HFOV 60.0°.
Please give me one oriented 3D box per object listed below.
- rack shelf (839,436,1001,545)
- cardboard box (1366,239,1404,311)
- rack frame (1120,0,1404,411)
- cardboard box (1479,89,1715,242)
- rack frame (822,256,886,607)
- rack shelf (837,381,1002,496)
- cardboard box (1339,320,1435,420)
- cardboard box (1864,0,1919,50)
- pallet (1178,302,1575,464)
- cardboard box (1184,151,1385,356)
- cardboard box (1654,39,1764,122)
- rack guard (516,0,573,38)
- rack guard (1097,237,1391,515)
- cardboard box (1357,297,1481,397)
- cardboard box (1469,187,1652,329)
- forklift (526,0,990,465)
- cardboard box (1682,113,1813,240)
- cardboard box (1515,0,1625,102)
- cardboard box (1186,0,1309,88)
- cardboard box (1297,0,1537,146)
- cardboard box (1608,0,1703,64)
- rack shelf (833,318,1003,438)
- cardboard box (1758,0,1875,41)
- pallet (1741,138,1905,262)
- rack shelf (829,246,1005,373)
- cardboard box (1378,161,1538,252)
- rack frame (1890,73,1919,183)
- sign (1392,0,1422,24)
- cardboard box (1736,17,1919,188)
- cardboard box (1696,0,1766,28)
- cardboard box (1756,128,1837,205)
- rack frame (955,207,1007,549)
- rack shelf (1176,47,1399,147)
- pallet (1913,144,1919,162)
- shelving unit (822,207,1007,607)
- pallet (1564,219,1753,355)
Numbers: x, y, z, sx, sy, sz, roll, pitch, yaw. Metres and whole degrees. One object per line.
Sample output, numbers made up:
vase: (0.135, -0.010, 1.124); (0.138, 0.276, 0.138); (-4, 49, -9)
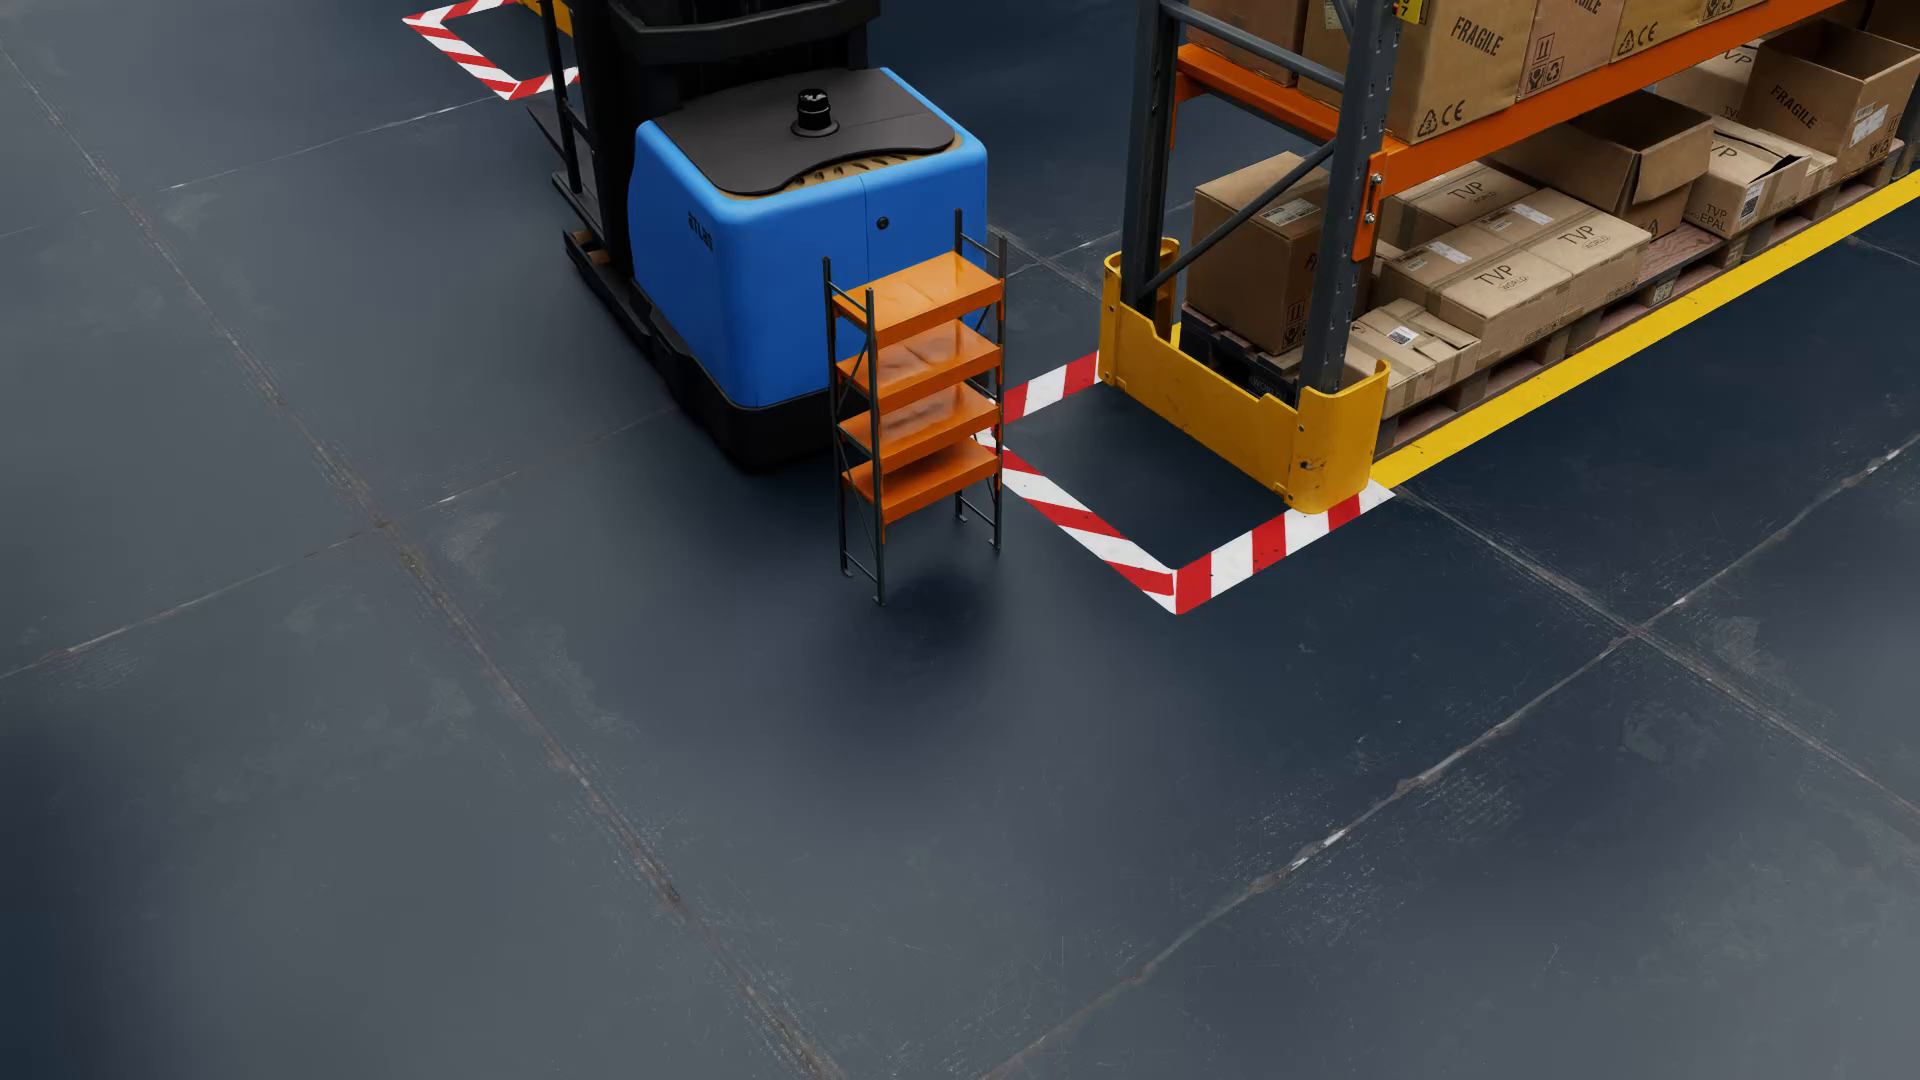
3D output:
rack shelf: (-0.131, -0.194, 5.460); (0.480, 0.148, 0.258); (-26, 46, -28)
cardboard box: (1.604, -1.083, 6.592); (0.250, 0.166, 0.380); (-26, 46, -28)
rack frame: (0.947, -1.563, 5.290); (0.127, 3.000, 1.000); (-26, 46, -28)
cardboard box: (2.632, -1.585, 6.939); (0.637, 0.503, 0.797); (-26, 46, -28)
rack frame: (-0.325, -0.306, 5.177); (0.015, 1.200, 0.240); (-26, 46, -28)
rack shelf: (-0.131, -0.348, 5.334); (0.480, 0.148, 0.258); (-26, 46, -28)
cardboard box: (1.489, -0.620, 6.042); (0.250, 0.149, 0.380); (-26, 46, -28)
cardboard box: (4.651, -2.377, 7.907); (0.500, 0.500, 0.500); (-28, 47, -30)
pallet: (1.639, -0.823, 6.587); (1.213, 0.211, 1.003); (-26, 46, -28)
cardboard box: (1.228, -1.101, 6.351); (0.500, 0.500, 0.500); (-26, 46, -28)
cardboard box: (3.654, -2.186, 7.823); (0.500, 0.311, 0.500); (-26, 46, -28)
rack guard: (-2.079, -3.073, 9.102); (0.348, 0.500, 1.175); (-26, 46, -28)
rack guard: (1.007, -0.626, 6.119); (0.348, 0.500, 1.175); (-26, 46, -28)
cardboard box: (1.687, -0.724, 6.154); (0.250, 0.166, 0.380); (-26, 46, -28)
cardboard box: (2.344, -1.124, 6.576); (0.500, 0.250, 0.500); (-26, 46, -28)
forklift: (-1.045, -2.323, 6.271); (1.130, 2.935, 3.031); (-19, 43, -22)
cardboard box: (3.245, -1.587, 7.093); (0.500, 0.311, 0.500); (-26, 46, -28)
cardboard box: (1.865, -1.843, 5.553); (0.500, 0.500, 0.500); (-26, 46, -28)
cardboard box: (1.136, -1.912, 5.637); (0.500, 0.500, 0.500); (-25, 45, -27)
cardboard box: (1.460, -1.641, 5.306); (0.500, 0.500, 0.500); (-25, 46, -27)
cardboard box: (2.265, -2.035, 5.787); (0.500, 0.500, 0.500); (-26, 46, -28)
rack shelf: (-0.131, -0.521, 5.192); (0.480, 0.148, 0.258); (-26, 46, -28)
cardboard box: (4.335, -2.648, 8.236); (0.500, 0.500, 0.500); (-26, 46, -28)
pallet: (3.574, -1.766, 7.736); (1.213, 0.211, 1.003); (-26, 46, -28)
rack shelf: (-0.131, -0.704, 5.042); (0.480, 0.148, 0.258); (-26, 46, -28)
cardboard box: (2.000, -1.356, 6.859); (0.500, 0.250, 0.500); (-26, 46, -28)
rack frame: (4.119, -3.109, 7.175); (0.127, 3.000, 1.000); (-26, 46, -28)
sign: (1.278, -1.625, 4.683); (0.005, 0.325, 0.100); (-26, 46, -28)
cardboard box: (3.840, -1.950, 7.386); (0.500, 0.500, 0.500); (-26, 46, -28)
cardboard box: (2.663, -2.228, 6.022); (0.500, 0.500, 0.500); (-25, 46, -28)
cardboard box: (3.579, -1.639, 7.284); (0.250, 0.149, 0.380); (-26, 46, -28)
rack frame: (0.062, -0.494, 5.406); (0.015, 1.200, 0.240); (-26, 46, -28)
rack shelf: (2.533, -2.134, 6.399); (3.809, 0.124, 0.919); (-26, 46, -28)
pallet: (4.741, -2.364, 8.466); (1.213, 0.211, 1.003); (-26, 46, -28)
shelving unit: (-0.131, -0.400, 5.291); (0.503, 1.200, 0.258); (-26, 46, -28)
pallet: (2.606, -1.292, 7.159); (1.213, 0.211, 1.003); (-26, 46, -28)
